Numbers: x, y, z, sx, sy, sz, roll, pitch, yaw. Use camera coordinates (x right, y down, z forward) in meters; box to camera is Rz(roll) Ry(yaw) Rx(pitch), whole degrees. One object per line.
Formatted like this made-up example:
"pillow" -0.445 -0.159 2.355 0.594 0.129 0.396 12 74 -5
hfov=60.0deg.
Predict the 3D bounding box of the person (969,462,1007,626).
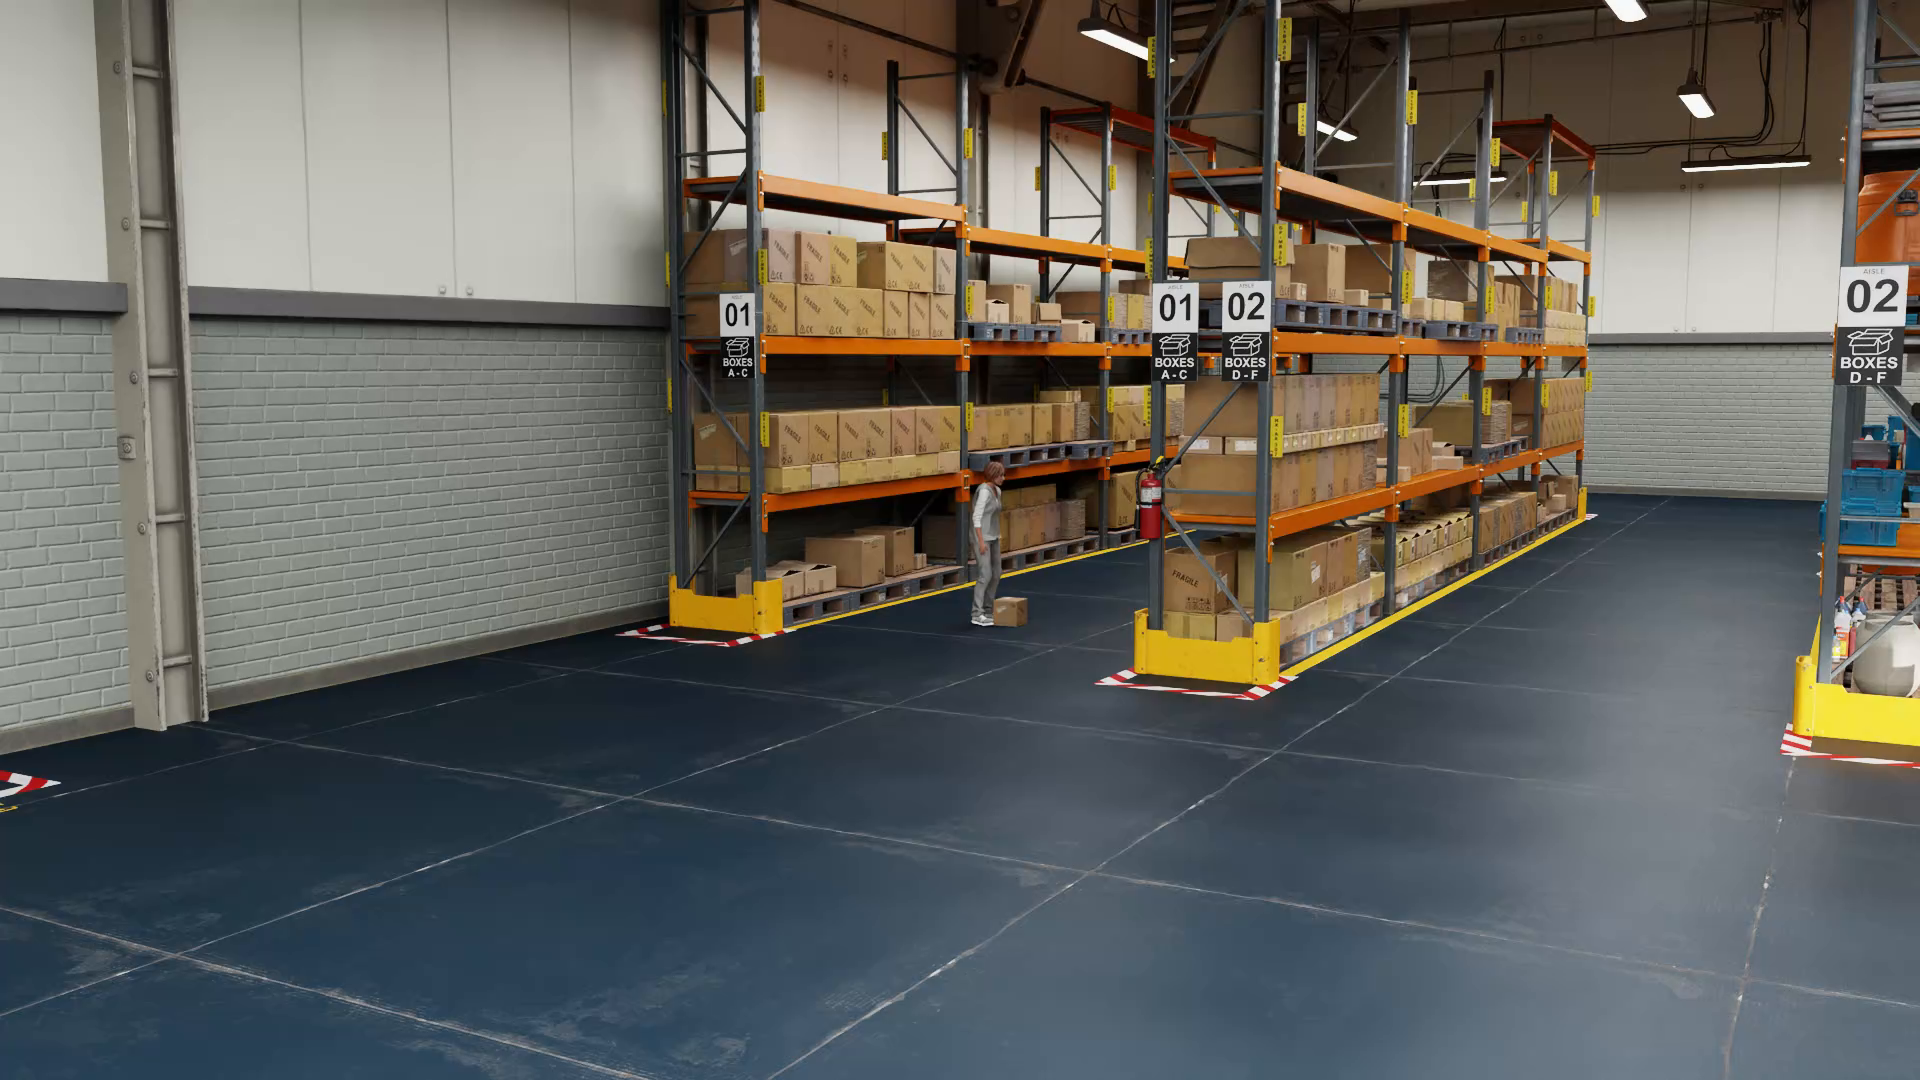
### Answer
"person" 0.276 0.025 16.338 0.346 1.593 0.485 3 7 25
